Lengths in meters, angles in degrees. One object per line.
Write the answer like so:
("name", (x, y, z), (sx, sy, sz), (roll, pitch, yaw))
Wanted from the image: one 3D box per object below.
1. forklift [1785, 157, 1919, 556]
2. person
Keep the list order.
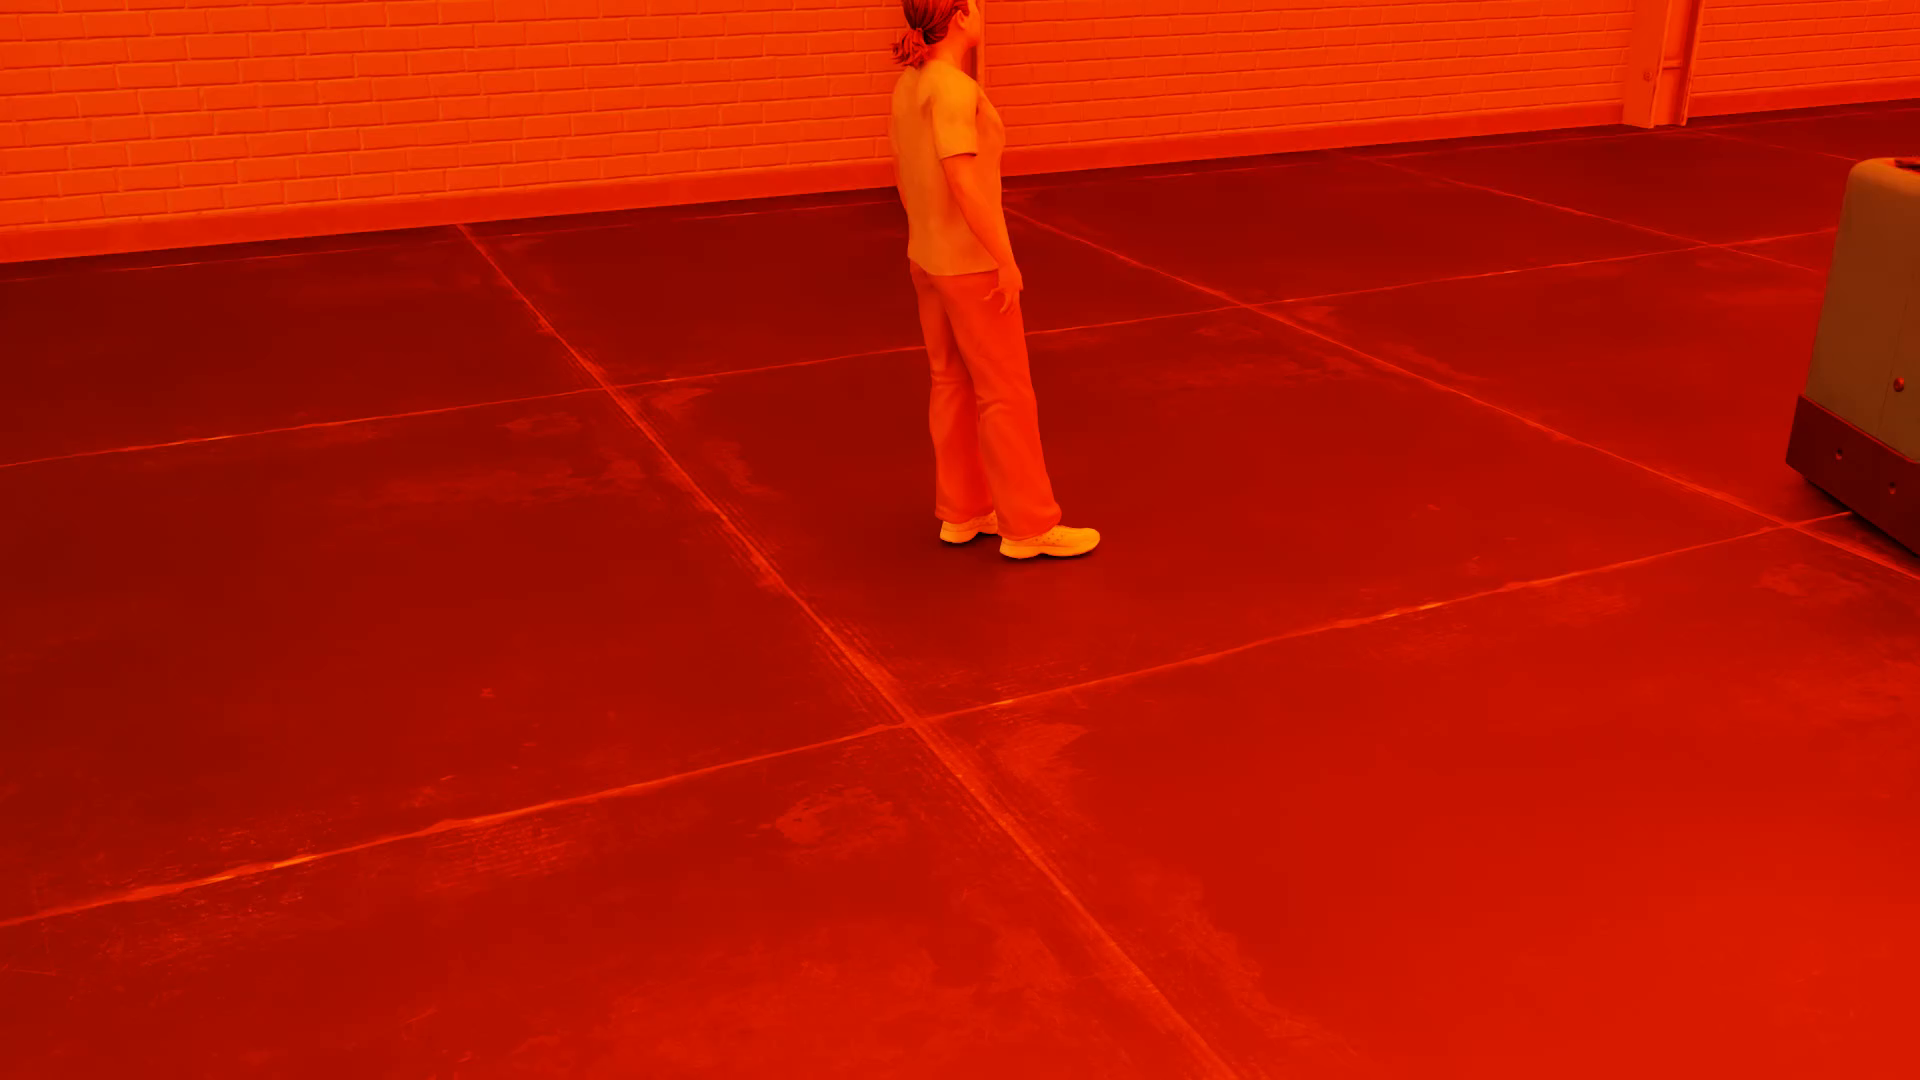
("forklift", (4.274, -1.392, 4.636), (3.031, 2.935, 1.130), (-1, 23, -2))
("person", (0.072, -0.784, 4.804), (0.548, 1.663, 0.553), (-10, 25, -23))
